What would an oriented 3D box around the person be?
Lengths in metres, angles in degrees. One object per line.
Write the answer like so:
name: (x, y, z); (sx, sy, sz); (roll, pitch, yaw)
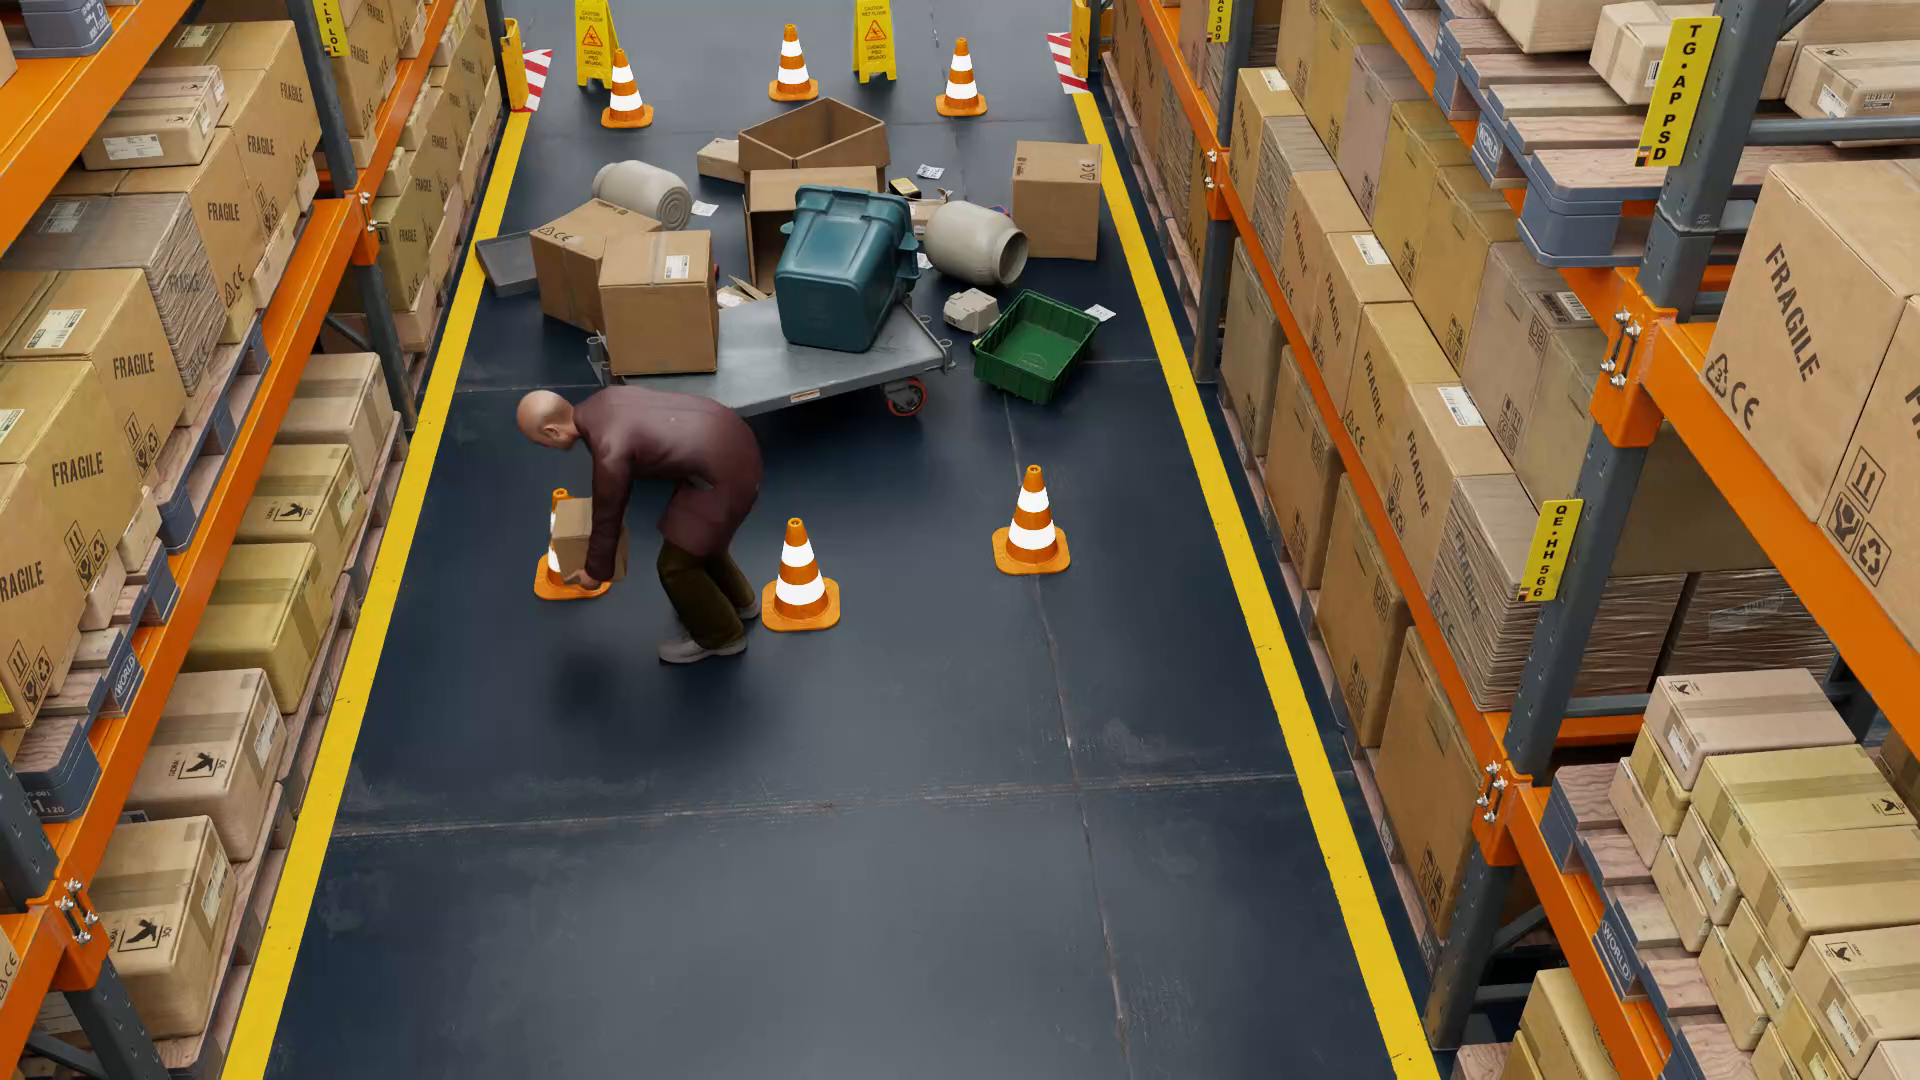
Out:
person: (-1.228, -0.088, 6.672); (0.909, 1.284, 0.562); (-5, 39, -6)
